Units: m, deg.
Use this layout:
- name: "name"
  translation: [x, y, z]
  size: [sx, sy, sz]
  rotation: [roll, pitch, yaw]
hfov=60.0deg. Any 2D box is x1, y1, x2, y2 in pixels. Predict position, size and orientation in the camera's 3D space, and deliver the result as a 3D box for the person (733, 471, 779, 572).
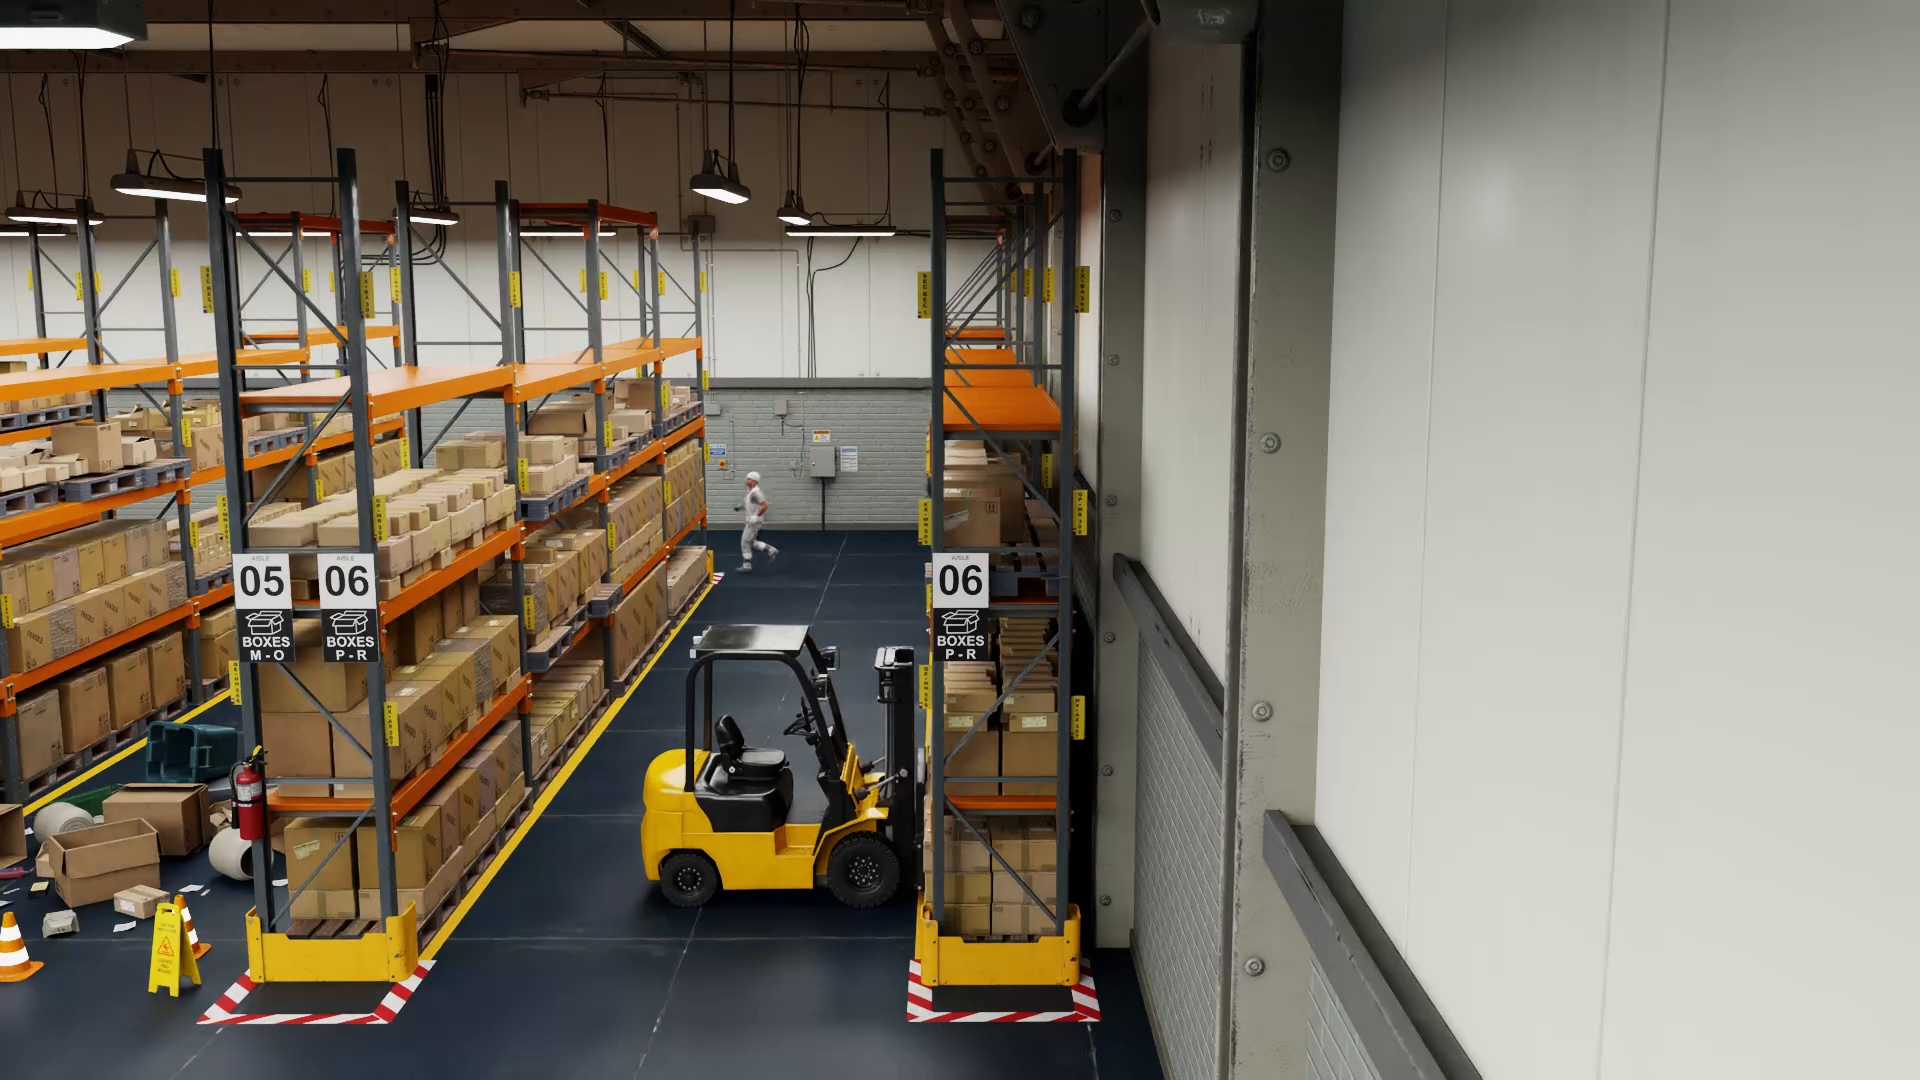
- name: "person"
  translation: [-3.529, -0.316, 28.874]
  size: [0.790, 1.758, 0.658]
  rotation: [-2, 9, -13]
